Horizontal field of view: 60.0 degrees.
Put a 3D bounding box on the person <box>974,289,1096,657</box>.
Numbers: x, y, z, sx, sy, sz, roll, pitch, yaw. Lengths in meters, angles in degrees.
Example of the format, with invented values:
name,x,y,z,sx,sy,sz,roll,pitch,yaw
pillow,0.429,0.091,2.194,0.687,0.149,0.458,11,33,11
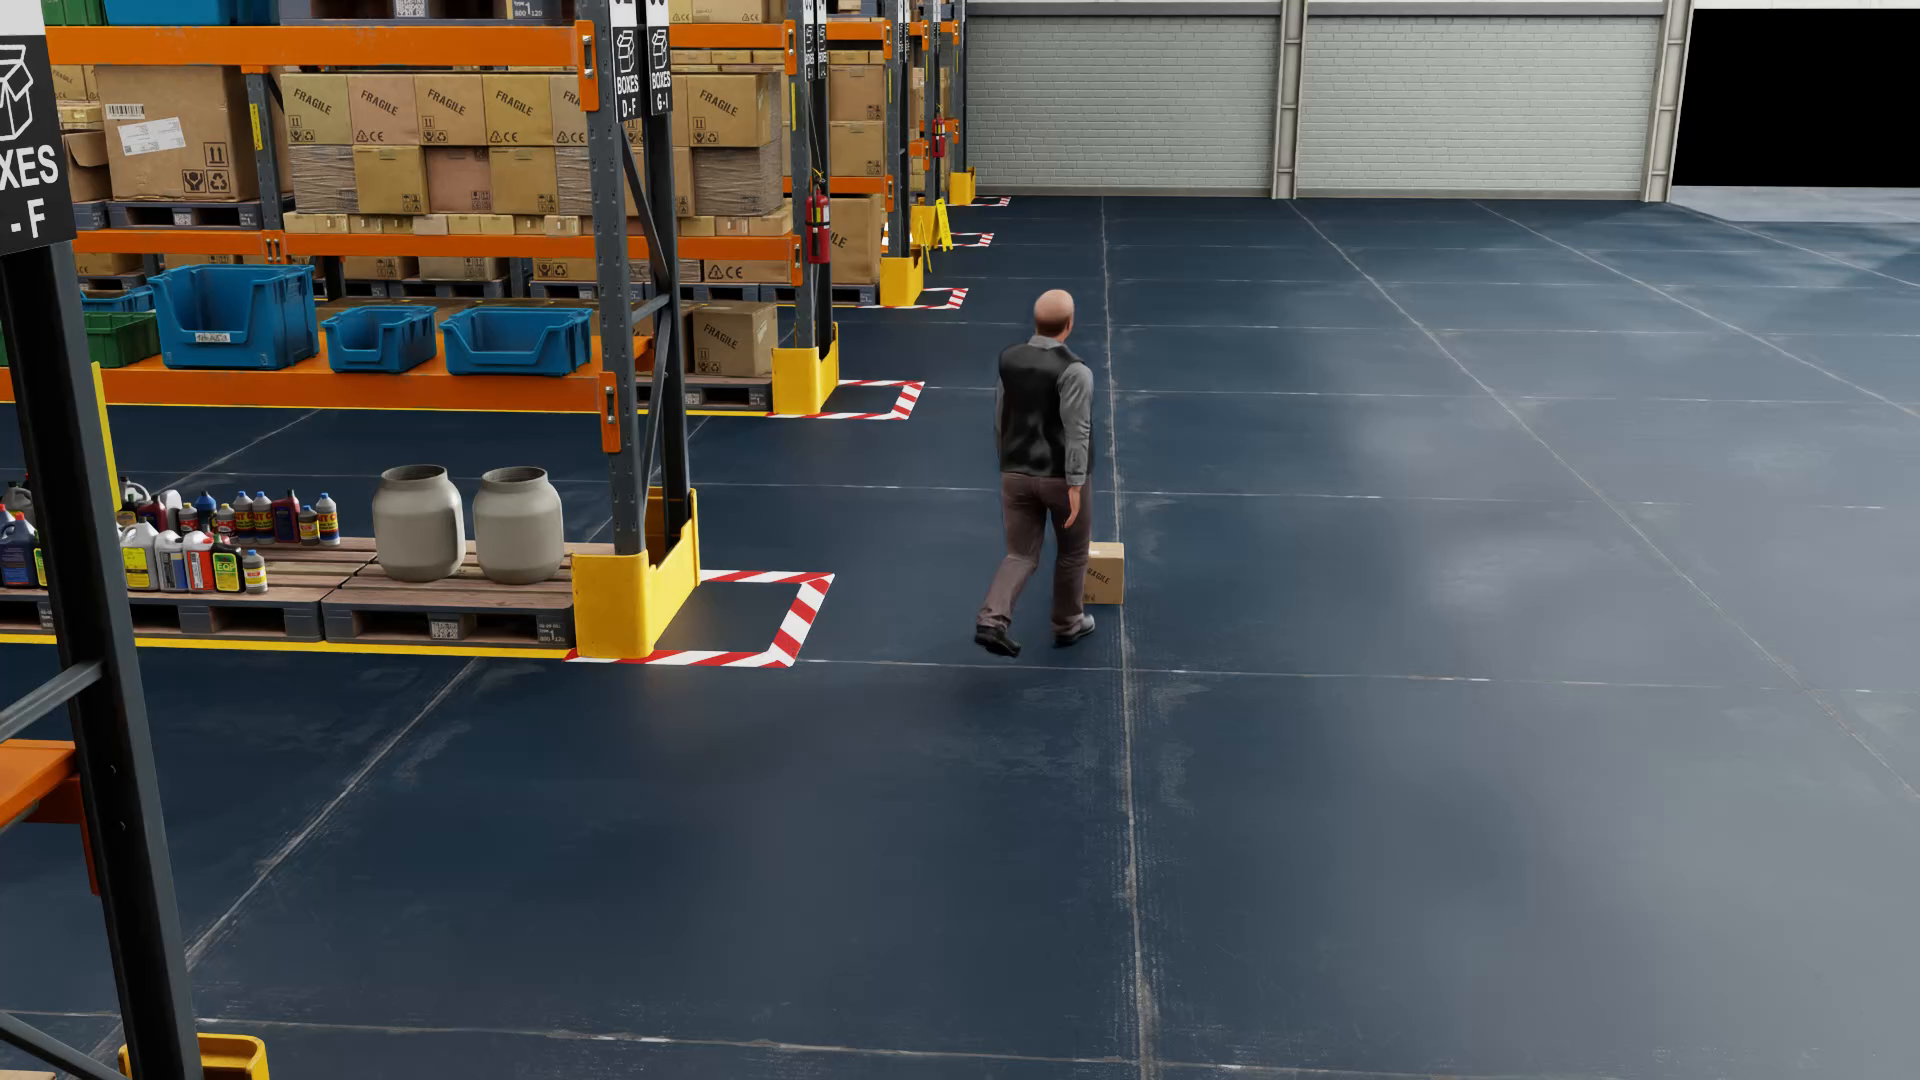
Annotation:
name,x,y,z,sx,sy,sz,roll,pitch,yaw
person,0.353,-0.278,7.501,0.554,1.694,0.891,11,20,31
